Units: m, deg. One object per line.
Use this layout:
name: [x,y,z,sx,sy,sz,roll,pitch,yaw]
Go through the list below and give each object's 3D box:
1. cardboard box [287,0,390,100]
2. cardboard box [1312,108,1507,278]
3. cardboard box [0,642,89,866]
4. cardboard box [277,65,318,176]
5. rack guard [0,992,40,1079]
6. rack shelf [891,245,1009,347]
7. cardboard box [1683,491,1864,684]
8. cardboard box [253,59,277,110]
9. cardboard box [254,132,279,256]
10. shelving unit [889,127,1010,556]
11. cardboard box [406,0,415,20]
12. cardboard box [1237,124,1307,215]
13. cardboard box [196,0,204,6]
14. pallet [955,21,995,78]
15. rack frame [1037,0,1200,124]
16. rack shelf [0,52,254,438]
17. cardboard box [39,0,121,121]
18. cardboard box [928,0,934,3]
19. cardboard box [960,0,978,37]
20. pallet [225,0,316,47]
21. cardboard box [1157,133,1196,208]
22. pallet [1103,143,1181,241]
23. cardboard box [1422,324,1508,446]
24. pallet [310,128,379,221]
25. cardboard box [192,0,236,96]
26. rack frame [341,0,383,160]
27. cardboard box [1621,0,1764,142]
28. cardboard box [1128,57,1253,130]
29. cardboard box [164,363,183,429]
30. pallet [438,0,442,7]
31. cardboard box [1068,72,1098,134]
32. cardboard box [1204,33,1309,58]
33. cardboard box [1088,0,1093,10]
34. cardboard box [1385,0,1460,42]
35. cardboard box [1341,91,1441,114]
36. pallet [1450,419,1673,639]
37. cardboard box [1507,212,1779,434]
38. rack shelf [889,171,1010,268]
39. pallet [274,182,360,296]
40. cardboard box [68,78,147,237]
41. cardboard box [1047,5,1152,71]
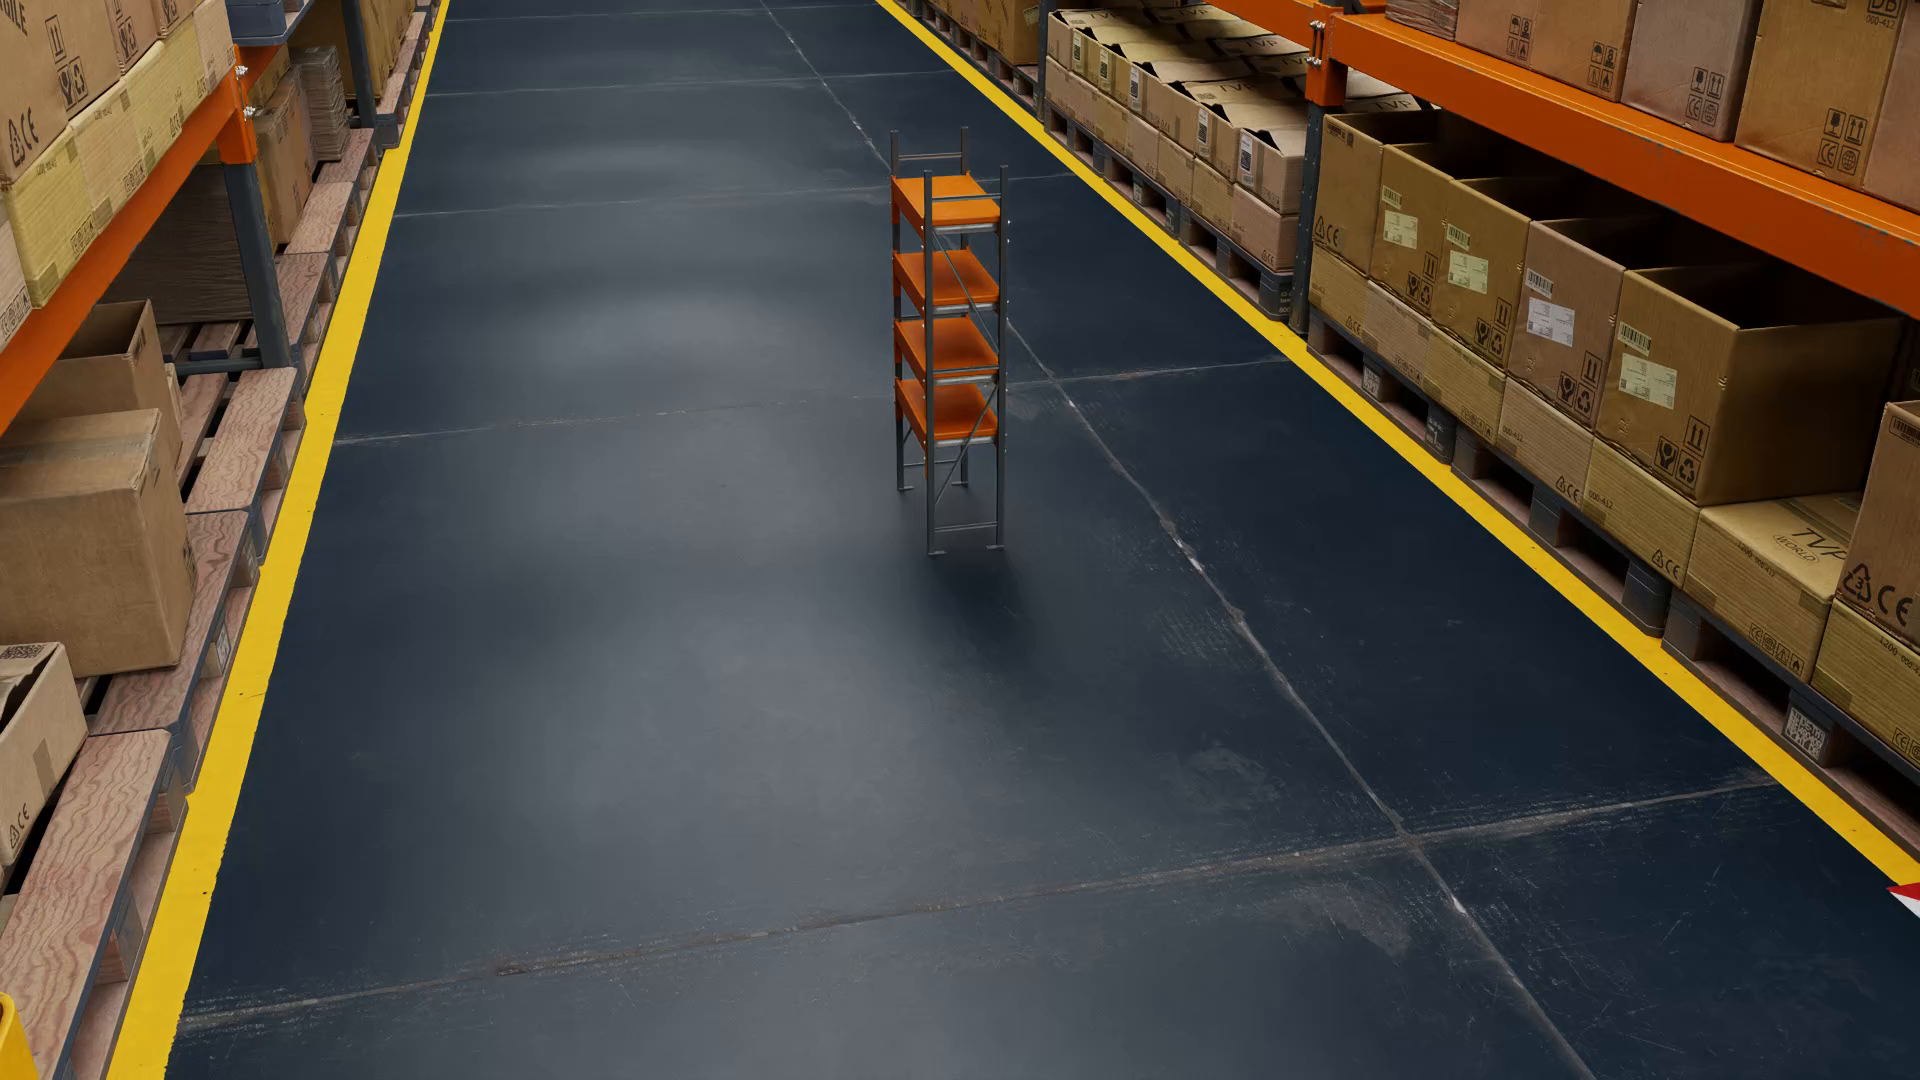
cardboard box: [-3.878,-3.077,9.936,0.750,0.750,0.750,-6,27,-12]
cardboard box: [1.686,-1.321,6.291,0.500,0.500,0.500,-6,27,-12]
cardboard box: [-2.234,0.440,3.545,0.500,0.311,0.500,-4,27,-7]
cardboard box: [-3.624,-2.044,8.258,0.700,0.500,0.500,-6,27,-12]
rack guard: [-2.054,1.082,2.552,1.175,0.500,0.348,-6,27,-12]
rack shelf: [-0.037,-0.748,5.053,0.258,0.148,0.480,-6,27,-12]
cardboard box: [2.255,0.111,4.287,0.500,0.250,0.500,-6,27,-12]
cardboard box: [-3.439,-2.135,7.605,0.500,0.250,0.500,-6,27,-12]
cardboard box: [-3.286,-1.380,6.942,0.700,0.500,0.500,-6,27,-13]
shelving unit: [-0.037,-0.608,5.124,0.258,1.200,0.503,-6,27,-12]
cardboard box: [-4.469,-4.224,12.210,0.750,0.750,0.750,-6,27,-11]
cardboard box: [1.516,-1.620,7.095,0.500,0.311,0.500,-6,27,-12]
cardboard box: [-2.531,-1.857,4.913,0.500,0.500,0.500,-6,27,-12]
pallet: [0.582,-3.639,12.225,1.003,0.211,1.213,-6,27,-12]
rack frame: [0.985,-4.017,9.880,1.000,3.000,0.127,-6,27,-12]
rack shelf: [-2.488,-0.558,3.824,1.077,0.370,4.000,-6,27,-12]
cardboard box: [-2.192,-1.188,3.588,0.500,0.500,0.500,-5,27,-10]
cardboard box: [-0.045,-4.617,13.354,0.500,0.500,0.500,-7,28,-14]
cardboard box: [0.305,-3.942,12.016,0.500,0.500,0.500,-7,28,-14]
pallet: [-2.969,-2.021,6.139,1.003,0.211,1.213,-6,27,-12]
cardboard box: [1.283,-1.821,8.114,0.500,0.250,0.500,-5,27,-10]
pallet: [1.404,-1.873,8.726,1.003,0.211,1.213,-6,27,-12]
cardboard box: [1.911,-0.547,5.590,0.500,0.250,0.500,-6,27,-12]
pallet: [-3.666,-1.925,8.829,1.003,0.211,1.213,-6,27,-12]
cardboard box: [-2.537,-1.522,5.080,0.500,0.250,0.500,-6,27,-11]
rack frame: [-3.840,-3.513,8.881,1.000,3.000,0.127,-6,27,-12]
cardboard box: [2.344,-1.436,4.654,0.700,0.500,0.500,-5,27,-10]
cardboard box: [1.173,-2.288,8.418,0.500,0.311,0.500,-6,27,-12]
cardboard box: [-2.789,-0.456,5.482,0.380,0.166,0.250,-10,28,-18]
pallet: [-5.115,-4.902,14.728,1.003,0.211,1.213,-6,27,-12]
cardboard box: [0.931,-2.497,9.454,0.500,0.250,0.500,-7,28,-13]
cardboard box: [1.578,-2.573,8.983,0.500,0.311,0.500,-6,27,-12]
cardboard box: [1.038,-3.556,11.252,0.500,0.500,0.500,-7,28,-13]
cardboard box: [1.993,-2.112,5.994,0.700,0.500,0.500,-7,28,-13]
cardboard box: [1.928,-1.899,7.646,0.500,0.311,0.500,-6,27,-12]
pallet: [2.303,-0.127,5.266,1.003,0.211,1.213,-6,27,-12]
cardboard box: [2.026,-0.662,4.987,0.500,0.500,0.500,-6,27,-12]
rack shelf: [-0.037,-0.959,4.947,0.258,0.148,0.480,-6,27,-12]
pallet: [-3.394,-1.390,7.770,1.003,0.211,1.213,-6,27,-12]
cardboard box: [-2.190,-0.862,3.773,0.500,0.250,0.500,-6,27,-11]
cardboard box: [0.817,-2.968,9.764,0.500,0.311,0.500,-5,27,-10]
